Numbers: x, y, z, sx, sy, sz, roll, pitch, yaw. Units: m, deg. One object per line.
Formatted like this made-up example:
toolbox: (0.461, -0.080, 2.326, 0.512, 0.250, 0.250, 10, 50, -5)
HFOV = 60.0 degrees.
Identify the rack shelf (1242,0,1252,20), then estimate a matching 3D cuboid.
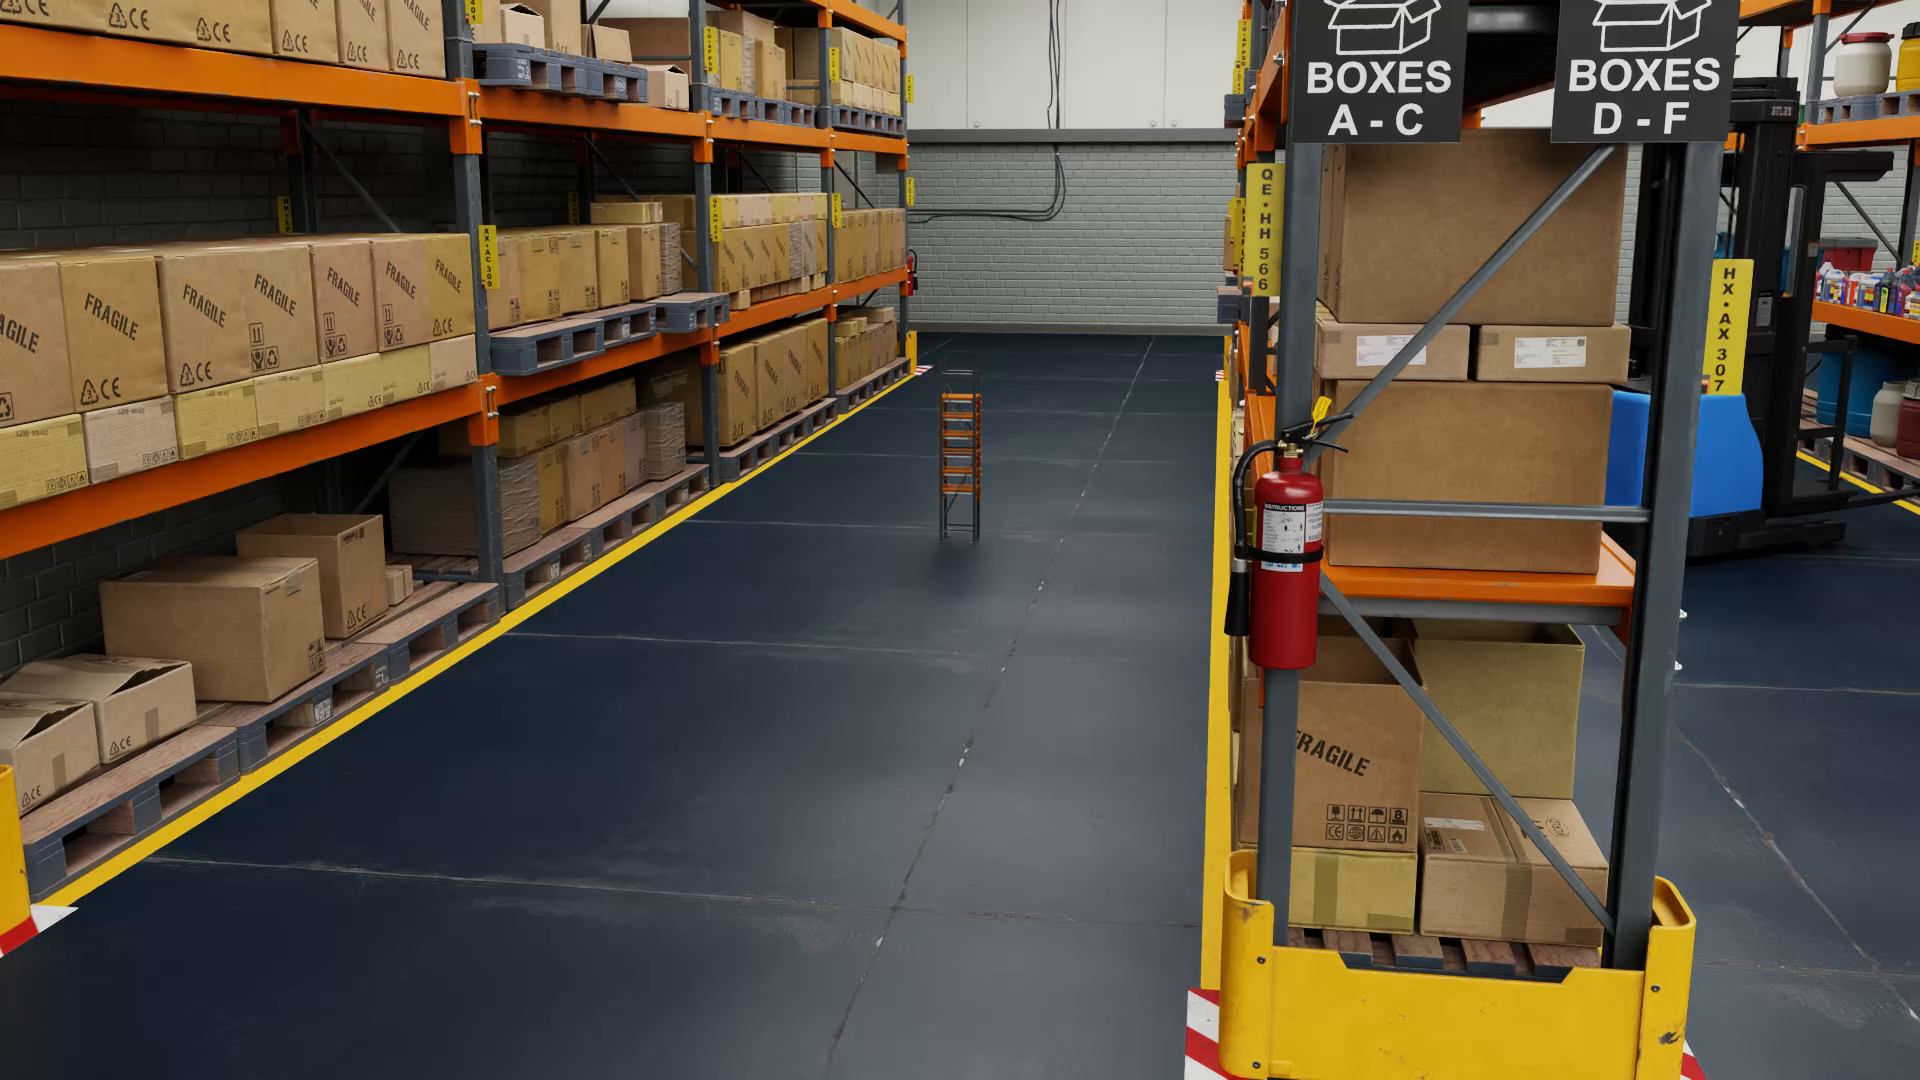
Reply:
rack shelf: (2.832, -4.536, 13.336, 1.077, 0.370, 4.000, 2, 12, 9)

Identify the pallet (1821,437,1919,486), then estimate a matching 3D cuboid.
pallet: (7.689, -0.628, 13.407, 1.003, 0.211, 1.213, 2, 12, 9)

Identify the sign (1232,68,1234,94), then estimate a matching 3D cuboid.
sign: (3.219, -5.310, 19.319, 0.100, 0.325, 0.005, 2, 12, 9)

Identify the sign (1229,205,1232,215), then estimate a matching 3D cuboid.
sign: (2.602, -3.006, 15.765, 0.100, 0.325, 0.005, 2, 12, 9)

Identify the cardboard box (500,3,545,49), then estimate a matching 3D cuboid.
cardboard box: (-2.728, -2.928, 9.556, 0.500, 0.311, 0.500, 2, 12, 10)

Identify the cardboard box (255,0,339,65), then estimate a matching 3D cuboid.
cardboard box: (-2.957, -2.251, 6.915, 0.500, 0.500, 0.500, 1, 12, 6)

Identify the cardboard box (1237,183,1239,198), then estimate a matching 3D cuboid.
cardboard box: (3.038, -3.325, 16.689, 0.500, 0.500, 0.500, 2, 12, 8)

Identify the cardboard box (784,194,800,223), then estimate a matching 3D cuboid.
cardboard box: (-1.741, -2.979, 14.926, 0.500, 0.250, 0.500, 2, 12, 10)

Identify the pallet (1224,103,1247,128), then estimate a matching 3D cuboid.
pallet: (2.970, -3.807, 14.867, 1.213, 0.211, 1.003, 2, 12, 9)

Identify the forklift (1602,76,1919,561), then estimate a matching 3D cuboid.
forklift: (5.186, -1.466, 10.839, 3.031, 2.935, 1.130, -6, 14, -27)

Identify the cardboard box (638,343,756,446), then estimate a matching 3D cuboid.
cardboard box: (-2.128, -1.197, 13.533, 0.750, 0.750, 0.750, 2, 12, 8)

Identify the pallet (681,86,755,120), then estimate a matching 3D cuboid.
pallet: (-2.324, -3.403, 12.994, 1.213, 0.211, 1.003, 2, 12, 11)

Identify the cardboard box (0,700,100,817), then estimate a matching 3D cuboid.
cardboard box: (-3.406, 0.730, 5.824, 0.500, 0.311, 0.500, 0, 12, 2)

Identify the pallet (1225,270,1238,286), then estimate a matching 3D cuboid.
pallet: (2.909, -2.310, 15.047, 1.003, 0.211, 1.213, 2, 12, 9)

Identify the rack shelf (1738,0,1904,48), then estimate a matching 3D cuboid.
rack shelf: (8.341, -5.207, 16.452, 1.077, 0.370, 4.000, 2, 12, 9)

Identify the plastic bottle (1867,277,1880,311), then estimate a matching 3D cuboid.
plastic bottle: (7.348, -1.974, 13.338, 0.097, 0.271, 0.097, 0, 12, 0)

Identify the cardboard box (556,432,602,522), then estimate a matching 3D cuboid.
cardboard box: (-2.741, -0.422, 10.720, 0.700, 0.500, 0.500, 2, 12, 9)

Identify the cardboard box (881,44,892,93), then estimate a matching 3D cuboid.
cardboard box: (-1.071, -5.308, 18.724, 0.500, 0.500, 0.500, 2, 12, 10)

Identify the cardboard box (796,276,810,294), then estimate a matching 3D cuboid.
cardboard box: (-1.610, -2.371, 15.424, 0.380, 0.149, 0.250, 2, 12, 9)

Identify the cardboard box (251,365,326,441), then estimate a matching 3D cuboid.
cardboard box: (-2.982, -0.576, 6.853, 0.500, 0.250, 0.500, 2, 12, 9)

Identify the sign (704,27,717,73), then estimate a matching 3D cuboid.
sign: (-1.835, -3.595, 12.206, 0.100, 0.325, 0.005, 2, 12, 9)

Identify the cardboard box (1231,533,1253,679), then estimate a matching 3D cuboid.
cardboard box: (1.300, 0.270, 6.371, 0.500, 0.500, 0.500, 2, 12, 9)

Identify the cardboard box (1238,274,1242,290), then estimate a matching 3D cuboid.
cardboard box: (2.510, -2.123, 12.489, 0.700, 0.500, 0.500, -2, 12, -10)

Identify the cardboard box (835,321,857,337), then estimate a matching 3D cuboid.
cardboard box: (-1.306, -2.244, 17.685, 0.380, 0.149, 0.250, 2, 12, 11)

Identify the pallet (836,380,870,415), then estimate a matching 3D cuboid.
pallet: (-1.561, -1.519, 17.540, 1.003, 0.211, 1.213, 2, 12, 9)

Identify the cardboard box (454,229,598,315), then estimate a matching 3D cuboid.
cardboard box: (-2.710, -1.684, 10.405, 0.700, 0.500, 0.500, 4, 13, 16)

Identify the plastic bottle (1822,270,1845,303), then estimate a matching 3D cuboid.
plastic bottle: (7.530, -2.184, 14.304, 0.152, 0.276, 0.135, 2, 12, 9)

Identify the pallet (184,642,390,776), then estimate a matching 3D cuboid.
pallet: (-3.239, 0.698, 7.254, 1.003, 0.211, 1.213, 2, 12, 9)

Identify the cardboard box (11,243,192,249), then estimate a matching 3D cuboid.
cardboard box: (-3.499, -0.953, 6.826, 0.500, 0.500, 0.500, 2, 12, 9)

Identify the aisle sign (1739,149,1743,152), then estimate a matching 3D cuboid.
aisle sign: (8.949, -4.514, 18.649, 0.394, 0.787, 0.004, 2, 12, 9)

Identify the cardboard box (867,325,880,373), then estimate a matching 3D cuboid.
cardboard box: (-1.303, -2.184, 18.946, 0.700, 0.500, 0.500, 1, 12, 7)

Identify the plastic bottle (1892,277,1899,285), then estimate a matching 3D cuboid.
plastic bottle: (7.344, -1.916, 13.040, 0.061, 0.283, 0.133, 2, 12, 9)

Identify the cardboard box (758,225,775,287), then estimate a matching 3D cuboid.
cardboard box: (-1.876, -2.402, 14.030, 0.500, 0.500, 0.500, 2, 12, 8)

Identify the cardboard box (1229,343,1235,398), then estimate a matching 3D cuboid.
cardboard box: (2.947, -1.687, 16.592, 0.500, 0.500, 0.500, 2, 12, 9)

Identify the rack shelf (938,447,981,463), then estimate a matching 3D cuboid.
rack shelf: (-0.002, -0.540, 10.862, 0.258, 0.103, 0.180, 2, 12, 9)

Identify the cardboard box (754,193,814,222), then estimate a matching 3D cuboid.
cardboard box: (-1.663, -3.085, 15.419, 0.500, 0.250, 0.500, 2, 12, 10)

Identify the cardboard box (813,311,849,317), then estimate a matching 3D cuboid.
cardboard box: (-1.482, -2.532, 19.021, 0.380, 0.149, 0.250, 2, 12, 9)

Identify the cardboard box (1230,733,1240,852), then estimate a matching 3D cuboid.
cardboard box: (1.150, 0.845, 5.484, 0.500, 0.250, 0.500, 2, 12, 9)

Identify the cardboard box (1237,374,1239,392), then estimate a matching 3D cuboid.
cardboard box: (2.441, -1.308, 13.050, 0.500, 0.250, 0.500, 2, 12, 11)

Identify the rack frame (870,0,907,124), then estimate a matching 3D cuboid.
rack frame: (-1.140, -6.492, 19.755, 1.000, 3.000, 0.127, 2, 12, 9)

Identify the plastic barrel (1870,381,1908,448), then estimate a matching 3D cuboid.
plastic barrel: (7.649, -1.020, 13.513, 0.421, 0.512, 0.421, 0, 12, 0)

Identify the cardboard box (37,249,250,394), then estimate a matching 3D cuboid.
cardboard box: (-3.059, -0.831, 6.257, 0.500, 0.500, 0.500, 1, 12, 7)

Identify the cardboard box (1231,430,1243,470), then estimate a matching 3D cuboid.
cardboard box: (2.001, -0.554, 10.642, 0.500, 0.311, 0.500, 2, 12, 7)

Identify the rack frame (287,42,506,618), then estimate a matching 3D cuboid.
rack frame: (-2.986, -1.061, 8.796, 1.000, 3.000, 0.127, 2, 12, 9)

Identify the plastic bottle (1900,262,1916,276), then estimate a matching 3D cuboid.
plastic bottle: (8.073, -2.184, 14.124, 0.144, 0.351, 0.185, 2, 12, 9)

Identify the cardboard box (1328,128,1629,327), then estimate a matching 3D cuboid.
cardboard box: (1.387, -0.859, 4.544, 0.700, 0.500, 0.500, 2, 12, 9)

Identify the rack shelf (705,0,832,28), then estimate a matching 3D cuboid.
rack shelf: (-2.063, -4.695, 14.078, 1.077, 0.370, 4.000, 2, 12, 9)

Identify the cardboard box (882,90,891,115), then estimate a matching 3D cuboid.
cardboard box: (-1.070, -4.937, 18.782, 0.500, 0.250, 0.500, 1, 12, 7)

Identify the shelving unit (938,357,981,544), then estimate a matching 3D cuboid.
shelving unit: (-0.002, -0.584, 10.853, 0.258, 1.200, 0.189, 2, 12, 9)

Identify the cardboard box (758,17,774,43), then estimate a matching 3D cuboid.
cardboard box: (-2.020, -4.644, 15.241, 0.500, 0.250, 0.500, 3, 12, 13)

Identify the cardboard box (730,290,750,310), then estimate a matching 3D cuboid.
cardboard box: (-1.919, -1.946, 13.453, 0.380, 0.149, 0.250, 2, 12, 10)

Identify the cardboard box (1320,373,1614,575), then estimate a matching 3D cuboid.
cardboard box: (1.379, -0.214, 4.630, 0.700, 0.500, 0.500, 2, 12, 9)

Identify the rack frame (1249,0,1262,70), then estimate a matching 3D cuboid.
rack frame: (2.525, -4.667, 11.287, 1.000, 3.000, 0.127, 2, 12, 9)

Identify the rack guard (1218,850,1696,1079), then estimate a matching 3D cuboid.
rack guard: (1.291, 1.158, 4.431, 1.175, 0.500, 0.348, 2, 12, 9)

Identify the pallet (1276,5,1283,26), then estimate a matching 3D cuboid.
pallet: (1.614, -1.893, 5.746, 1.003, 0.211, 1.213, 2, 12, 9)
